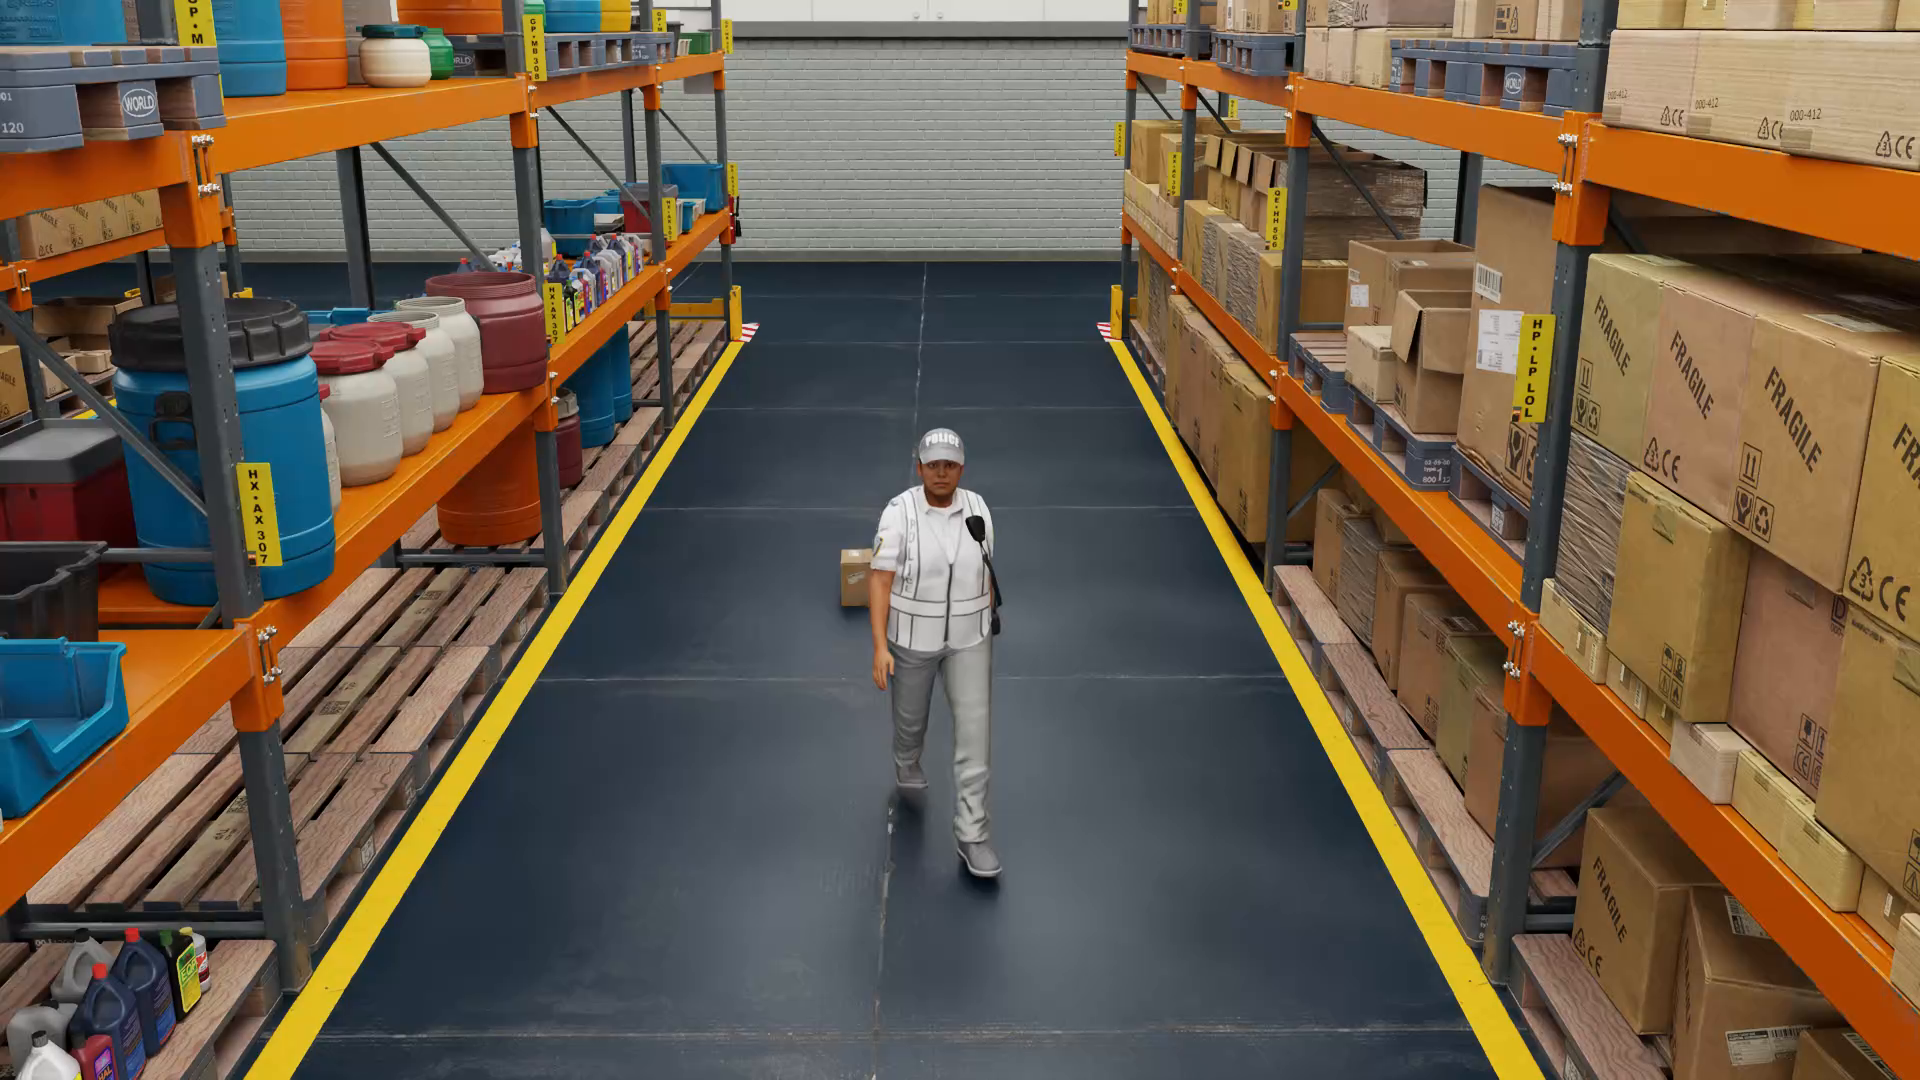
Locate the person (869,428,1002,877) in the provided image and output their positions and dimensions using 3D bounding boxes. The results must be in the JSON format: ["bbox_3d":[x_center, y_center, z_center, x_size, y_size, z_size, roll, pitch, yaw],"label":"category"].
[{"bbox_3d":[-0.099,0.369,6.350,0.511,1.614,0.992,-3,17,-9],"label":"person"}]
